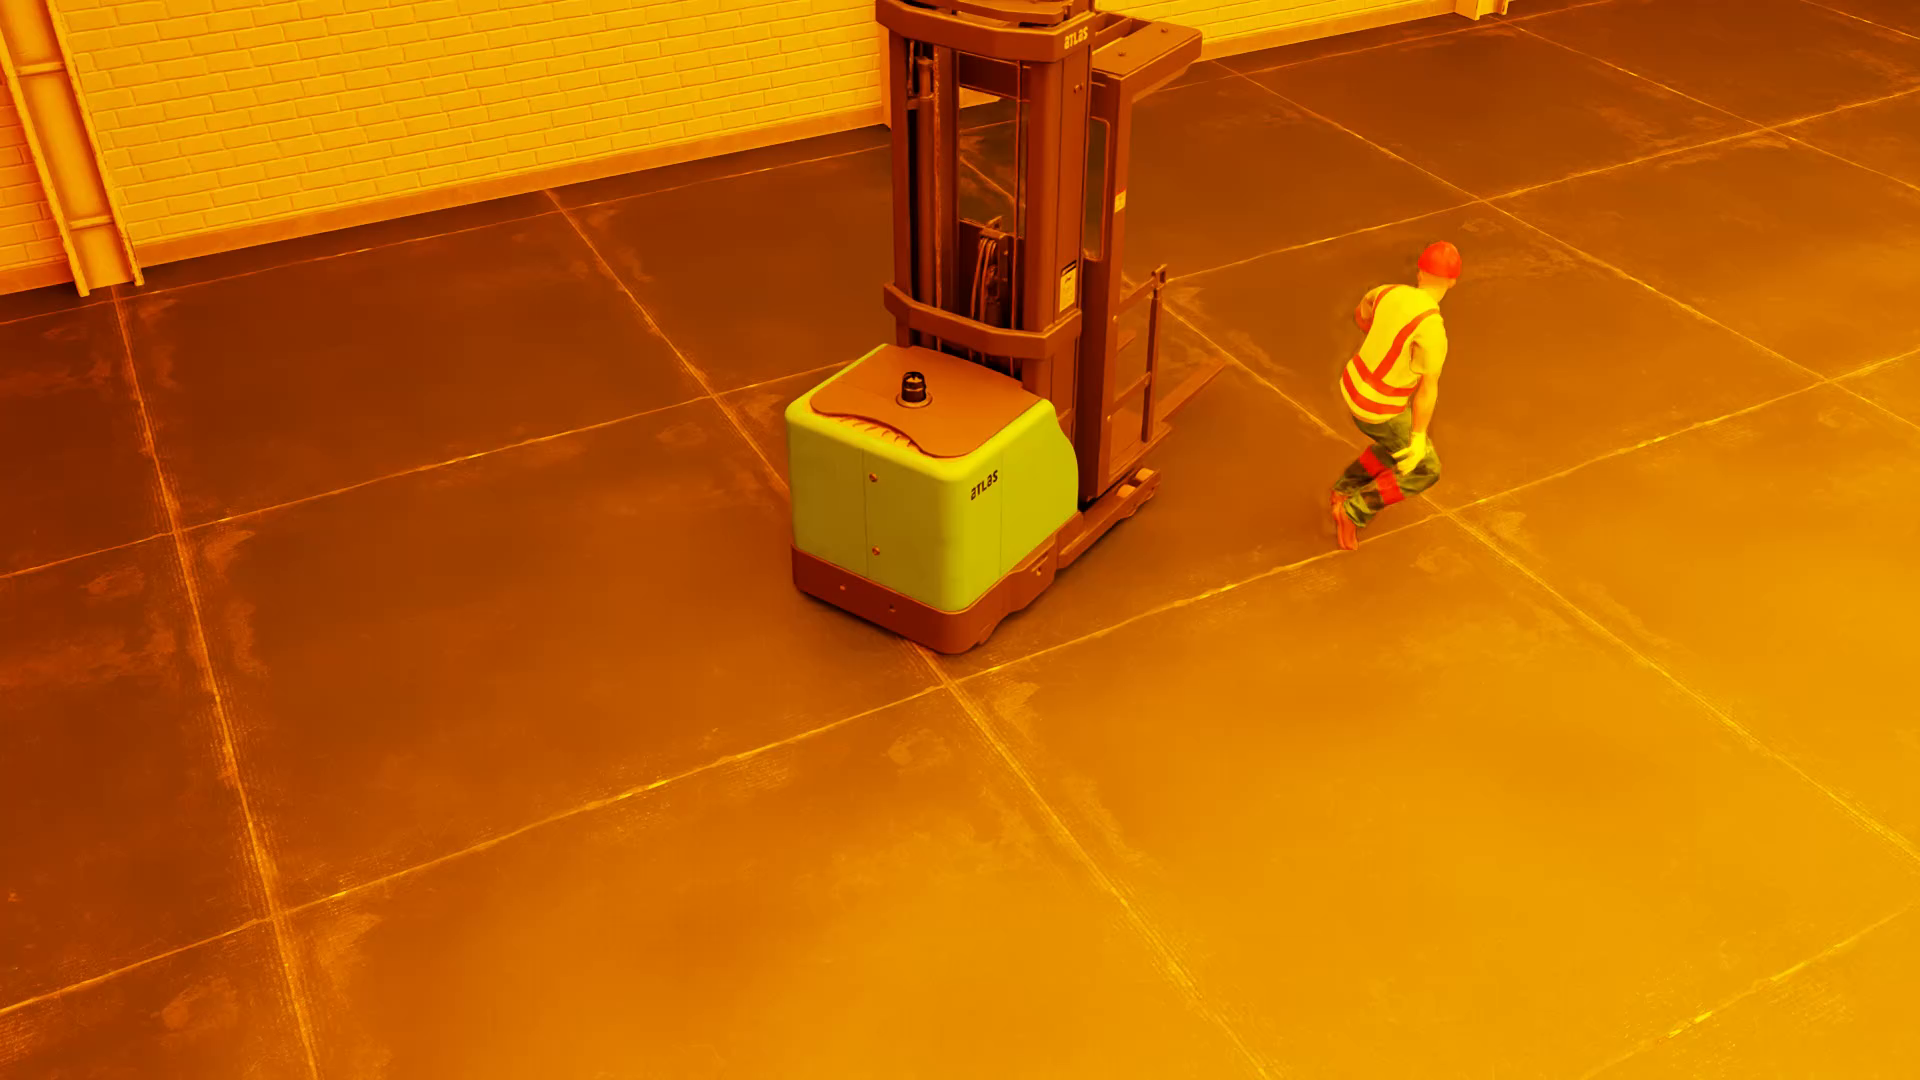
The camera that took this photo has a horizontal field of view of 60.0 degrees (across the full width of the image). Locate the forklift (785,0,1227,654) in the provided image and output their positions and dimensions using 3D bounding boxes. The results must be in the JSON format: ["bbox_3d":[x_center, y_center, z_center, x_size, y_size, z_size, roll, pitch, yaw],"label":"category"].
[{"bbox_3d":[0.429,-1.469,8.201,1.130,2.935,3.031,22,41,28],"label":"forklift"}]

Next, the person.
[{"bbox_3d":[2.153,-0.684,8.291,0.532,1.622,0.999,-3,35,-4],"label":"person"}]
